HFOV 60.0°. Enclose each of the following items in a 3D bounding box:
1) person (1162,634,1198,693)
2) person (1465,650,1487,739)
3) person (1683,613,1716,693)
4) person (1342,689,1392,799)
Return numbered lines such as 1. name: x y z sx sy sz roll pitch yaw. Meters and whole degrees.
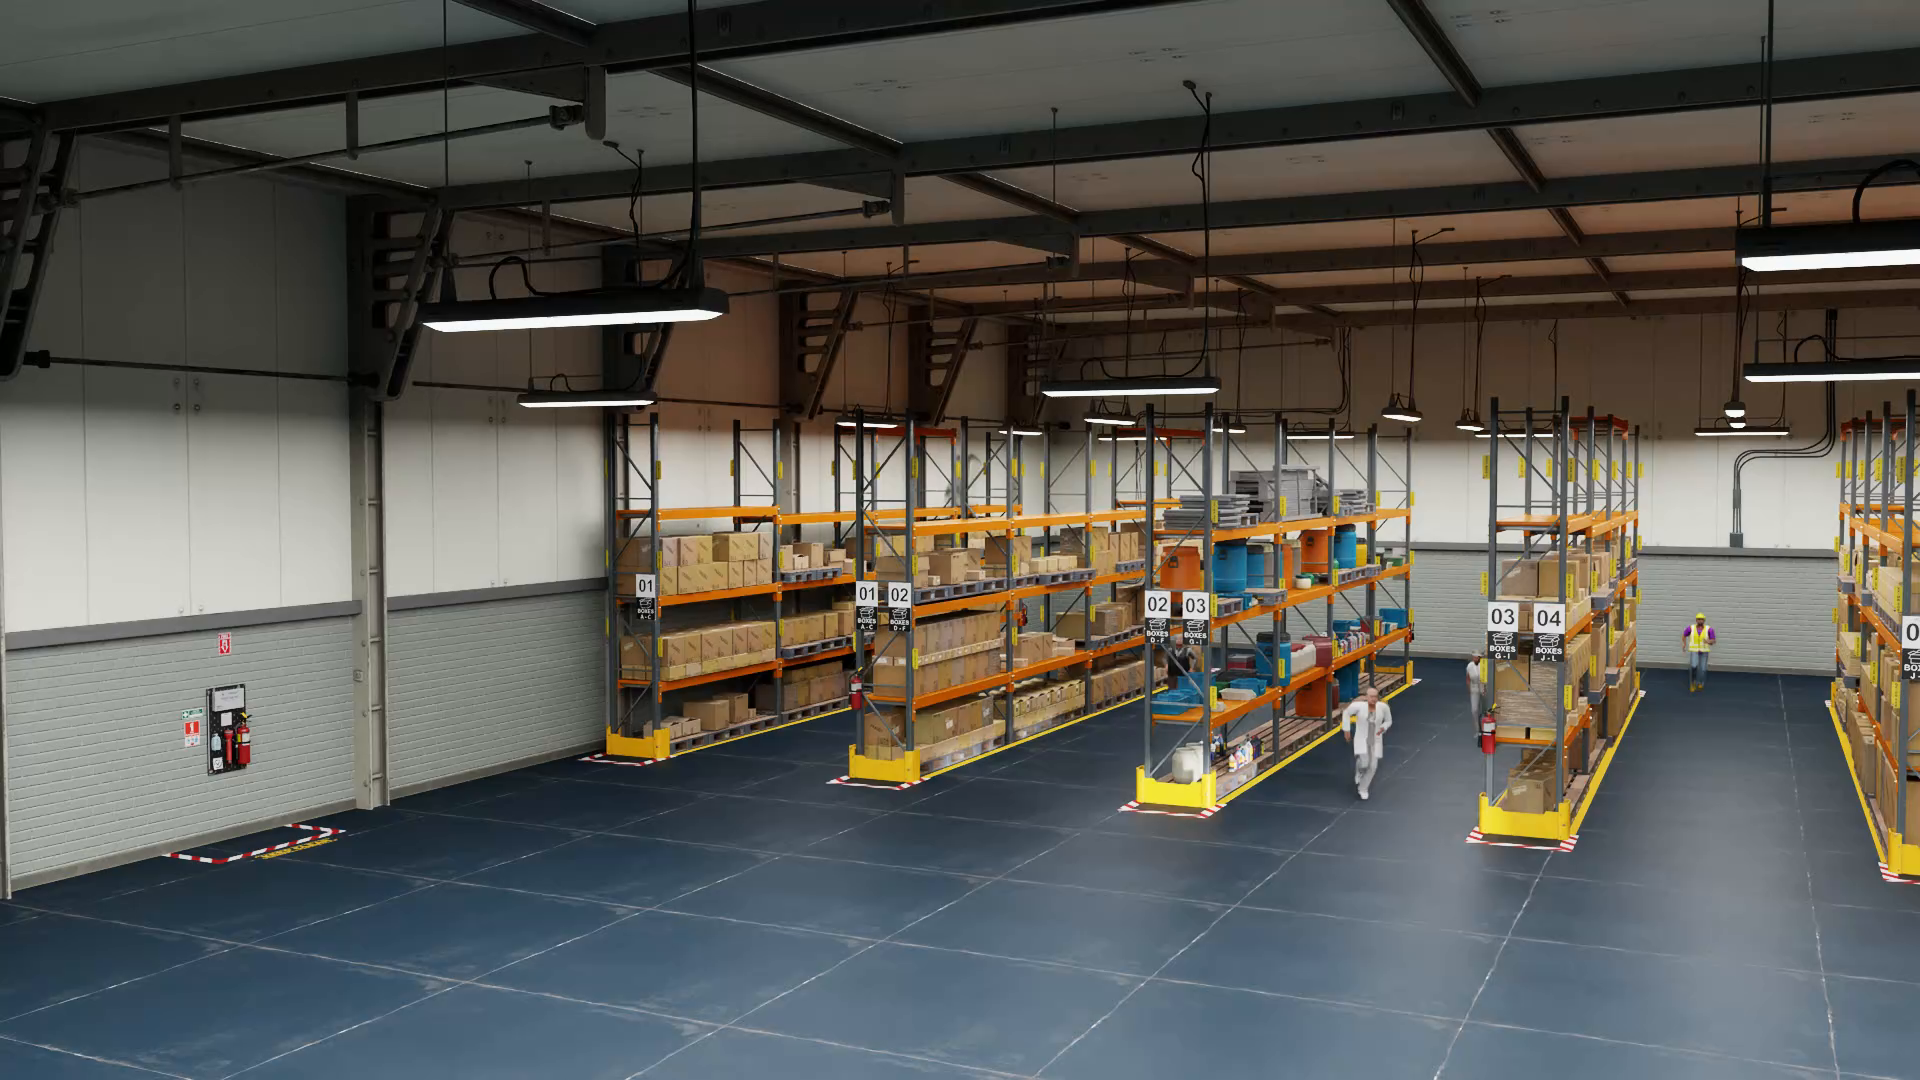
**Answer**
1. person: 4.347 2.740 33.154 0.698 1.721 0.976 1 3 24
2. person: 9.816 2.883 31.366 0.576 1.682 0.907 1 3 28
3. person: 16.659 2.549 37.481 0.673 1.794 0.726 1 3 21
4. person: 6.219 3.095 25.349 0.697 1.705 0.778 0 2 -3
